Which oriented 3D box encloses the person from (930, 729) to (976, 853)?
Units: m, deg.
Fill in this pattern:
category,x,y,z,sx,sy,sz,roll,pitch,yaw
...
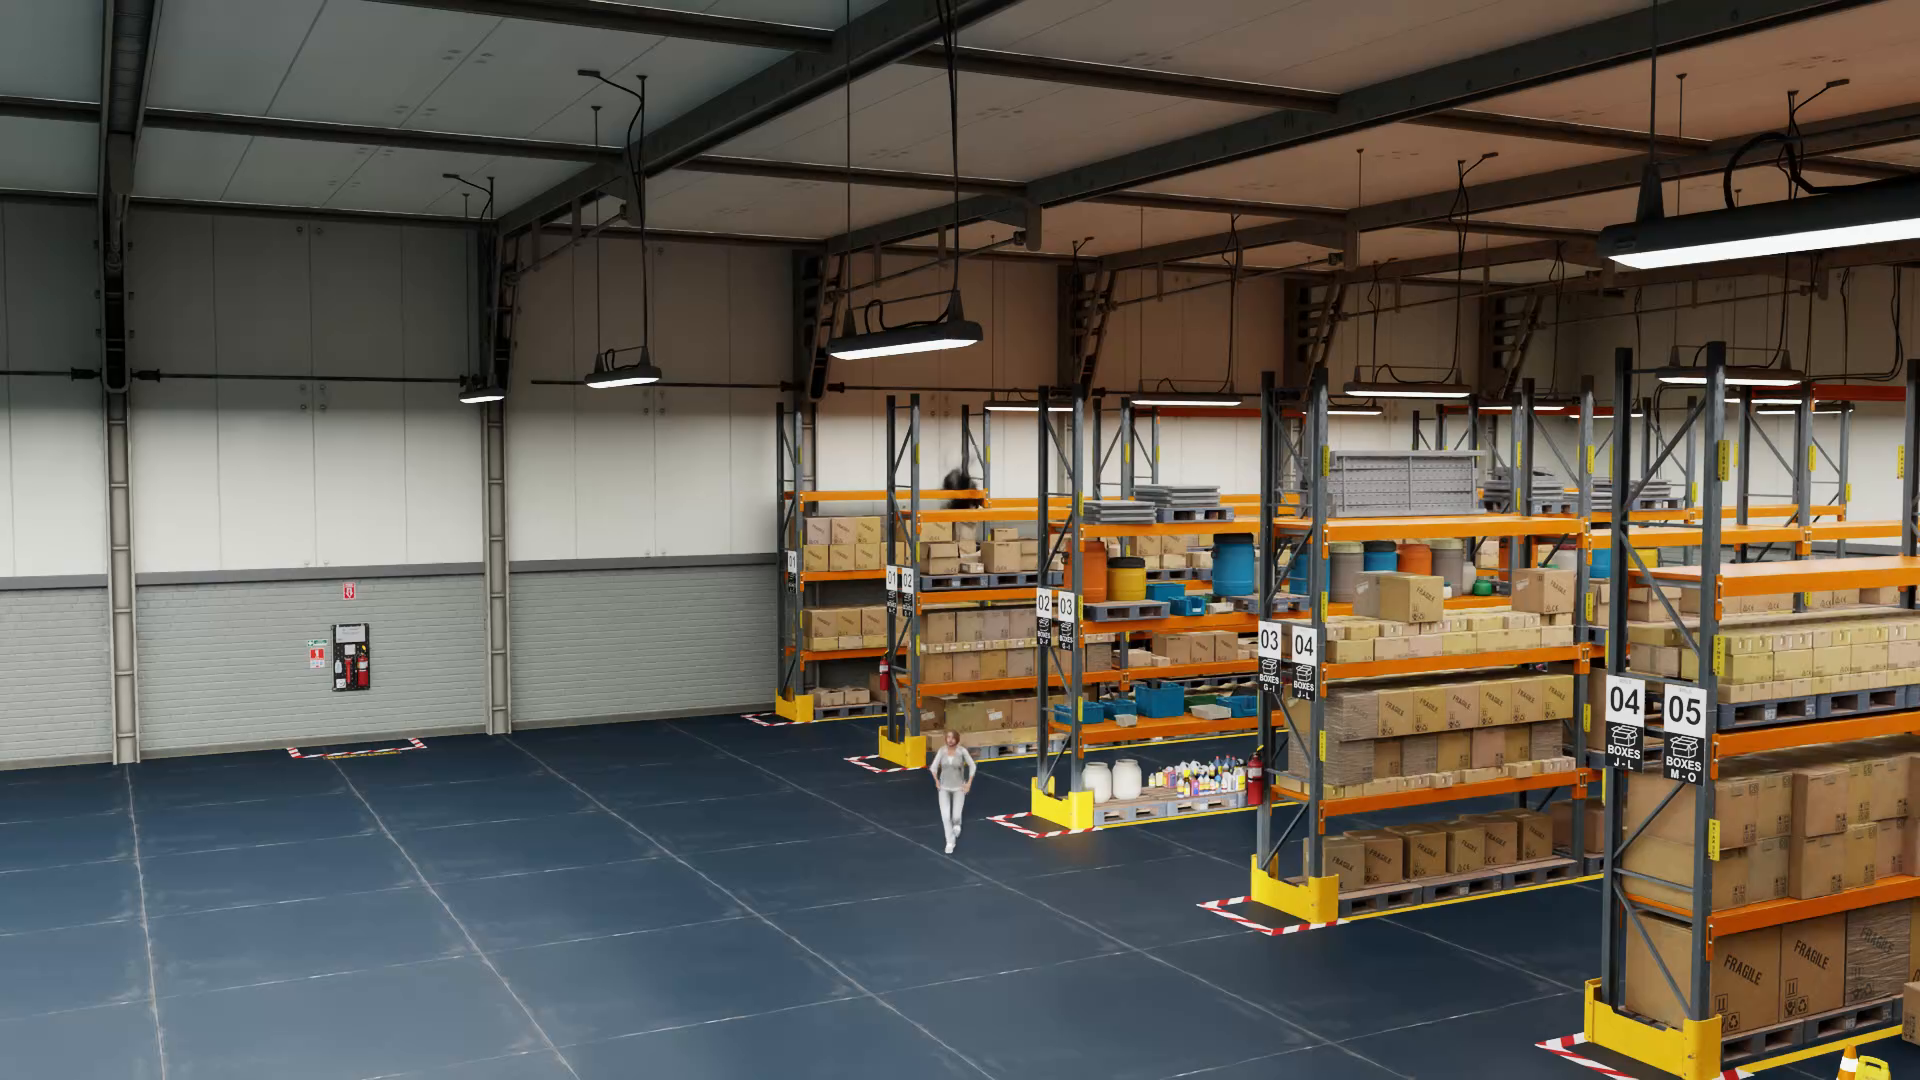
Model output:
category,x,y,z,sx,sy,sz,roll,pitch,yaw
person,-0.098,3.192,21.315,0.569,1.572,0.587,0,3,7
